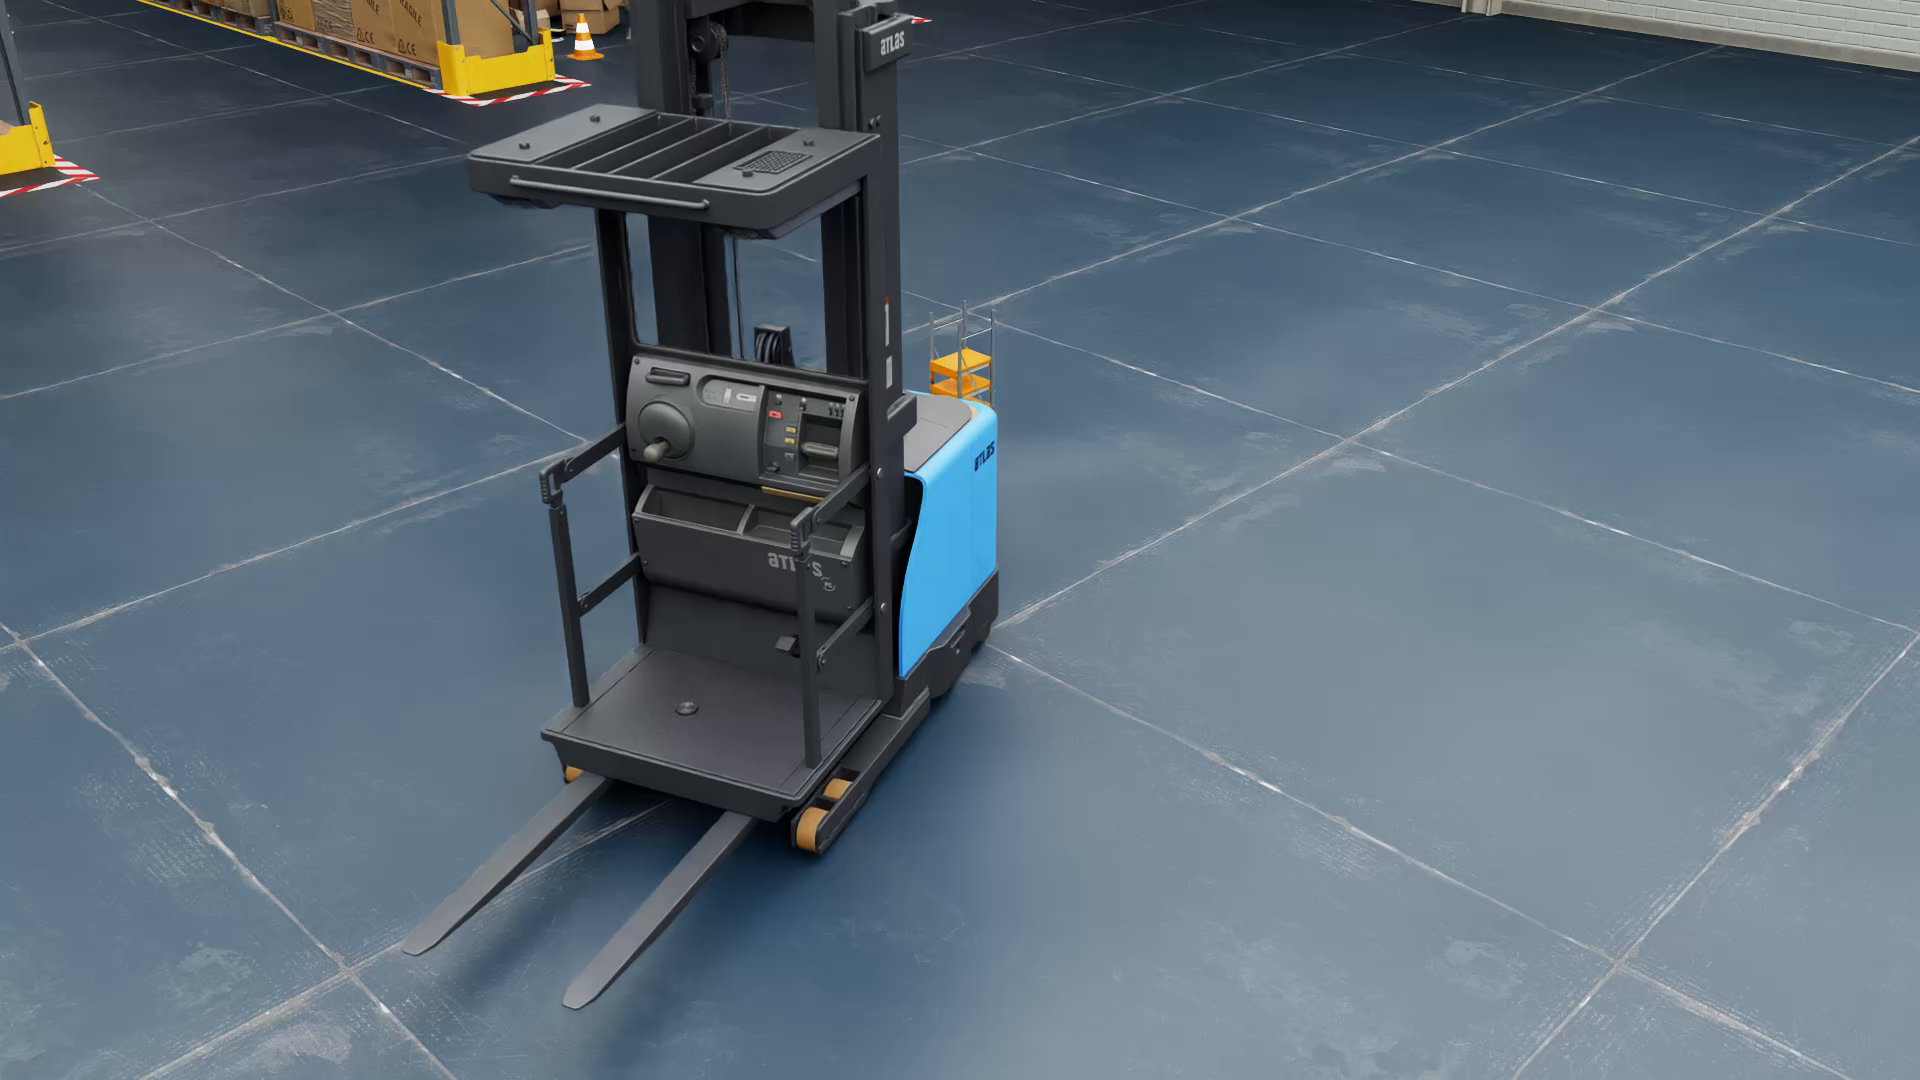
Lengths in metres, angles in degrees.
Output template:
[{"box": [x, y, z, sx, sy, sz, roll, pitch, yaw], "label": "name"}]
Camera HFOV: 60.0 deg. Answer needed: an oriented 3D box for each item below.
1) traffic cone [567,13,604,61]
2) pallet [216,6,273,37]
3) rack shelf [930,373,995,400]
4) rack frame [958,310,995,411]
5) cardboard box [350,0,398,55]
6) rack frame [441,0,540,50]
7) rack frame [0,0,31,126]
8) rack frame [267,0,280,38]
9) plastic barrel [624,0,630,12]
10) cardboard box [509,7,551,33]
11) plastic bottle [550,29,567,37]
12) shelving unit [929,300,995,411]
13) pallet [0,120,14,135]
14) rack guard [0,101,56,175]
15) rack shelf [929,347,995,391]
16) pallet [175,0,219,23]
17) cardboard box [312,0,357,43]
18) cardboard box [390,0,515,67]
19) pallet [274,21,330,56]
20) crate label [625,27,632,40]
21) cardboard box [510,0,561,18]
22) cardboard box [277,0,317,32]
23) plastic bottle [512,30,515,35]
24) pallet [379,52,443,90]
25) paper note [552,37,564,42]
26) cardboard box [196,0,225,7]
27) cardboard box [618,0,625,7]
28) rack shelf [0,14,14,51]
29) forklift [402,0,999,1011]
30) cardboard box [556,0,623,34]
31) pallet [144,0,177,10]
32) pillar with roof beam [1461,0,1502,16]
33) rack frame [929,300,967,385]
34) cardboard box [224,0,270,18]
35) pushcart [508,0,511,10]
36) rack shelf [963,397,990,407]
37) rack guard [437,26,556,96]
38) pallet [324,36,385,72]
[{"box": [-4.149, -5.560, 18.328, 0.334, 0.463, 0.336, 25, 36, 38], "label": "traffic cone"}, {"box": [-8.221, -6.336, 20.074, 1.213, 0.211, 1.003, 25, 36, 38], "label": "pallet"}, {"box": [0.010, -0.699, 7.871, 0.180, 0.103, 0.258, 25, 36, 38], "label": "rack shelf"}, {"box": [0.076, -0.496, 7.905, 0.006, 1.200, 0.240, 25, 36, 38], "label": "rack frame"}, {"box": [-5.925, -5.770, 17.832, 0.875, 0.875, 0.875, 24, 36, 38], "label": "cardboard box"}, {"box": [-4.766, -6.039, 16.511, 0.127, 3.000, 1.000, 25, 36, 38], "label": "rack frame"}, {"box": [-8.315, -4.426, 13.444, 0.127, 3.000, 1.000, 25, 36, 38], "label": "rack frame"}, {"box": [-7.618, -7.344, 18.994, 0.127, 3.000, 1.000, 25, 36, 38], "label": "rack frame"}, {"box": [-3.902, -6.746, 20.624, 0.512, 0.421, 0.421, -3, 28, -5], "label": "plastic barrel"}, {"box": [-5.101, -6.184, 19.726, 0.396, 0.266, 0.258, -18, 33, -31], "label": "cardboard box"}, {"box": [-4.769, -5.954, 19.508, 0.283, 0.061, 0.133, 12, 30, 22], "label": "plastic bottle"}, {"box": [0.010, -0.526, 7.962, 0.189, 1.200, 0.258, 25, 36, 38], "label": "shelving unit"}, {"box": [-8.924, -3.493, 14.666, 1.213, 0.211, 1.003, 25, 36, 38], "label": "pallet"}, {"box": [-8.369, -3.344, 14.073, 0.348, 0.500, 1.175, 25, 36, 38], "label": "rack guard"}, {"box": [0.010, -0.806, 7.815, 0.180, 0.103, 0.258, 25, 36, 38], "label": "rack shelf"}, {"box": [-9.095, -6.735, 20.831, 1.213, 0.211, 1.003, 25, 36, 38], "label": "pallet"}, {"box": [-6.573, -6.068, 18.399, 0.875, 0.875, 0.875, 25, 37, 39], "label": "cardboard box"}, {"box": [-5.296, -5.484, 17.287, 0.875, 0.875, 0.875, 25, 37, 39], "label": "cardboard box"}, {"box": [-7.131, -5.836, 19.121, 1.213, 0.211, 1.003, 25, 36, 38], "label": "pallet"}, {"box": [-3.718, -5.916, 19.354, 0.298, 0.136, 0.250, 7, 29, 13], "label": "crate label"}, {"box": [-5.067, -6.705, 20.315, 0.503, 0.637, 0.797, 25, 36, 38], "label": "cardboard box"}, {"box": [-7.219, -6.361, 18.956, 0.875, 0.875, 0.875, -25, 36, -38], "label": "cardboard box"}, {"box": [-5.336, -5.928, 19.458, 0.133, 0.061, 0.283, 12, 30, 22], "label": "plastic bottle"}, {"box": [-5.391, -5.039, 17.607, 1.213, 0.211, 1.003, 25, 36, 38], "label": "pallet"}, {"box": [-4.664, -5.785, 19.222, 0.144, 0.017, 0.142, -13, 30, -22], "label": "paper note"}, {"box": [-8.809, -7.023, 20.349, 0.750, 0.750, 1.050, 25, 36, 38], "label": "cardboard box"}, {"box": [-4.410, -7.113, 21.238, 0.500, 0.500, 0.500, -3, 28, -5], "label": "cardboard box"}, {"box": [-9.741, -4.760, 14.852, 4.000, 0.370, 1.077, 25, 36, 38], "label": "rack shelf"}, {"box": [-0.874, -0.380, 5.824, 1.130, 2.935, 3.031, 11, 30, 20], "label": "forklift"}, {"box": [-4.395, -6.342, 19.771, 0.637, 0.503, 0.797, 2, 28, 4], "label": "cardboard box"}, {"box": [-9.961, -7.133, 21.588, 1.213, 0.211, 1.003, 25, 36, 38], "label": "pallet"}, {"box": [3.506, -9.158, 15.998, 0.400, 9.000, 9.100, 25, 36, 38], "label": "pillar with roof beam"}, {"box": [-0.055, -0.556, 8.019, 0.006, 1.200, 0.240, 25, 36, 38], "label": "rack frame"}, {"box": [-8.124, -6.707, 19.748, 0.750, 0.750, 1.050, 24, 36, 38], "label": "cardboard box"}, {"box": [-5.783, -7.086, 21.321, 0.936, 0.377, 1.648, 12, 30, 22], "label": "pushcart"}, {"box": [0.010, -0.593, 7.927, 0.180, 0.103, 0.258, 25, 36, 38], "label": "rack shelf"}, {"box": [-4.749, -4.925, 17.078, 0.348, 0.500, 1.175, 25, 36, 38], "label": "rack guard"}, {"box": [-6.256, -5.437, 18.364, 1.213, 0.211, 1.003, 25, 36, 38], "label": "pallet"}]
